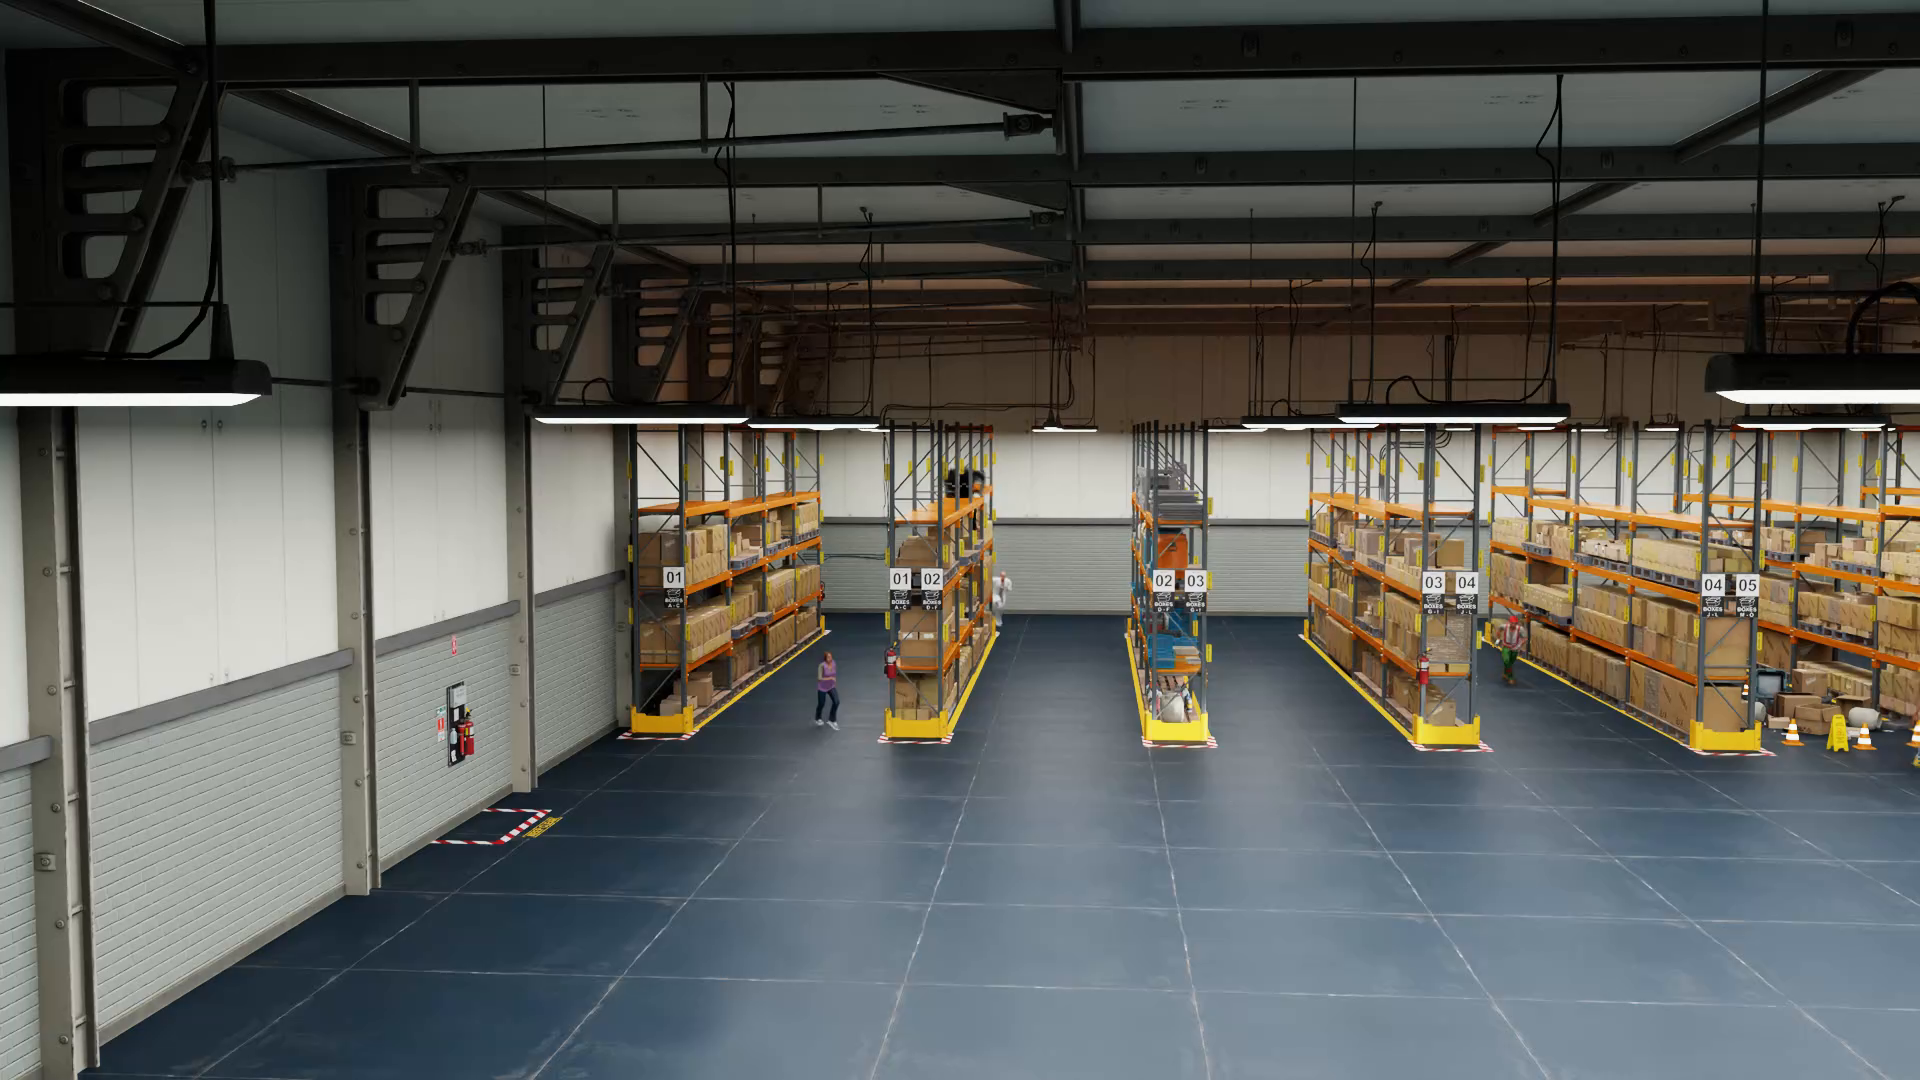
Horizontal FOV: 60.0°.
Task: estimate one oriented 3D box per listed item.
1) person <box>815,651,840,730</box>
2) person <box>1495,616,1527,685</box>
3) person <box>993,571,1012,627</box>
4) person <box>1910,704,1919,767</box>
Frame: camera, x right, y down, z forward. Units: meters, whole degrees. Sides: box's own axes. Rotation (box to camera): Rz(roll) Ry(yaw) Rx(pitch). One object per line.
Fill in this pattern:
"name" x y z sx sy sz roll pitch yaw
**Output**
"person" -2.594 2.944 32.241 0.470 1.447 0.893 -2 4 -27
"person" 12.664 2.492 38.257 0.688 1.602 1.141 1 4 13
"person" 1.148 1.770 49.753 0.738 1.709 1.061 -1 4 -20
"person" 16.553 3.090 28.085 0.689 1.717 0.632 -1 4 -11
